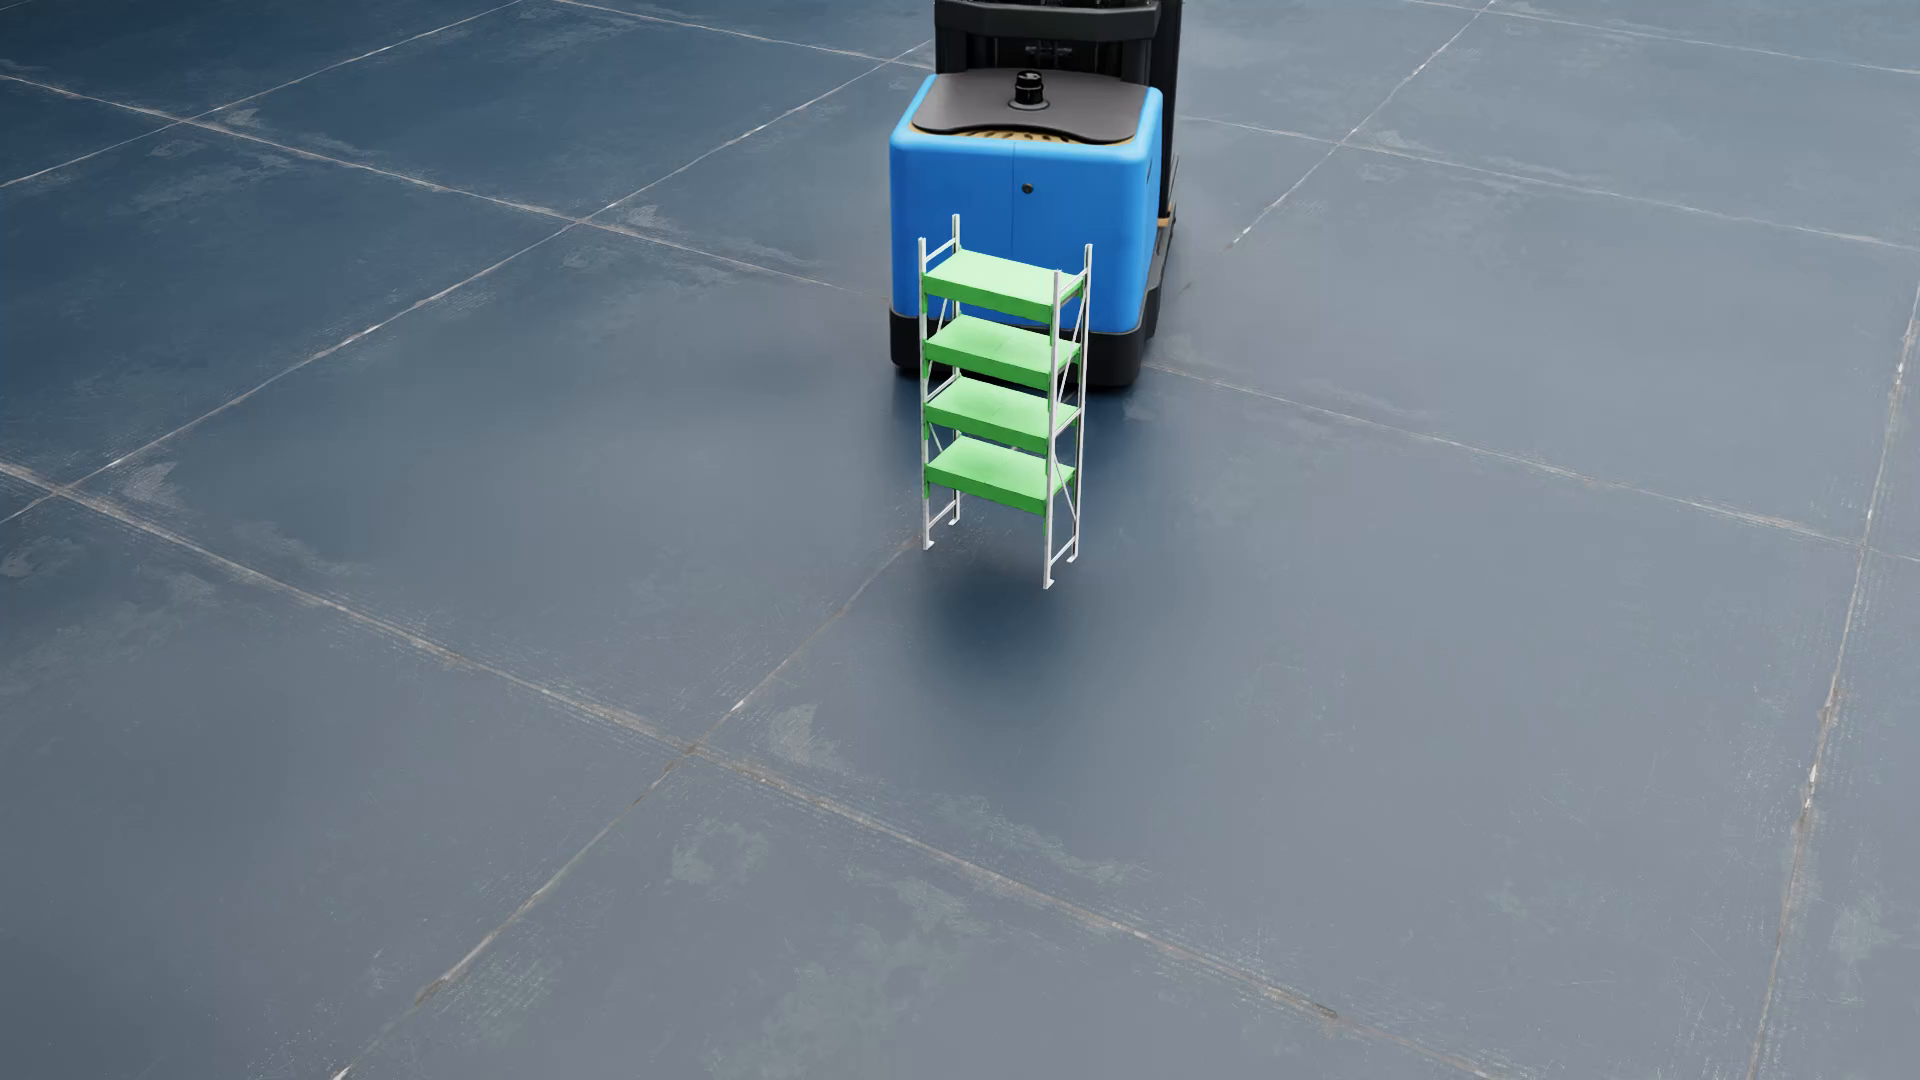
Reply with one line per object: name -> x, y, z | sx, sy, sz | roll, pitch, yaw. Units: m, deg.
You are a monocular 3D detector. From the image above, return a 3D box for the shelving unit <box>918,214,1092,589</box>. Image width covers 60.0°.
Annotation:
shelving unit -> 0.144, -0.454, 5.650 | 0.503, 1.200, 0.258 | 18, 37, 24

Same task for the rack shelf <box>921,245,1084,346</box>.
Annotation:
rack shelf -> 0.144, -0.800, 5.419 | 0.480, 0.148, 0.258 | 18, 37, 24

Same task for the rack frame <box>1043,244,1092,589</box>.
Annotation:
rack frame -> 0.356, -0.387, 5.549 | 0.015, 1.200, 0.240 | 18, 37, 24

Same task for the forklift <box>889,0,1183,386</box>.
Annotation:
forklift -> 0.477, -2.663, 7.406 | 1.130, 2.935, 3.031 | 6, 34, 9

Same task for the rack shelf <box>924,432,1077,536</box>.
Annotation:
rack shelf -> 0.144, -0.201, 5.818 | 0.480, 0.148, 0.258 | 18, 37, 24

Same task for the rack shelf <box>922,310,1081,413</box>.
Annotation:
rack shelf -> 0.144, -0.600, 5.552 | 0.480, 0.148, 0.258 | 18, 37, 24

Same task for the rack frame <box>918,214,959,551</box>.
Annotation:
rack frame -> -0.068, -0.521, 5.751 | 0.015, 1.200, 0.240 | 18, 37, 24

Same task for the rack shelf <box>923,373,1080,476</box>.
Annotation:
rack shelf -> 0.144, -0.401, 5.685 | 0.480, 0.148, 0.258 | 18, 37, 24
